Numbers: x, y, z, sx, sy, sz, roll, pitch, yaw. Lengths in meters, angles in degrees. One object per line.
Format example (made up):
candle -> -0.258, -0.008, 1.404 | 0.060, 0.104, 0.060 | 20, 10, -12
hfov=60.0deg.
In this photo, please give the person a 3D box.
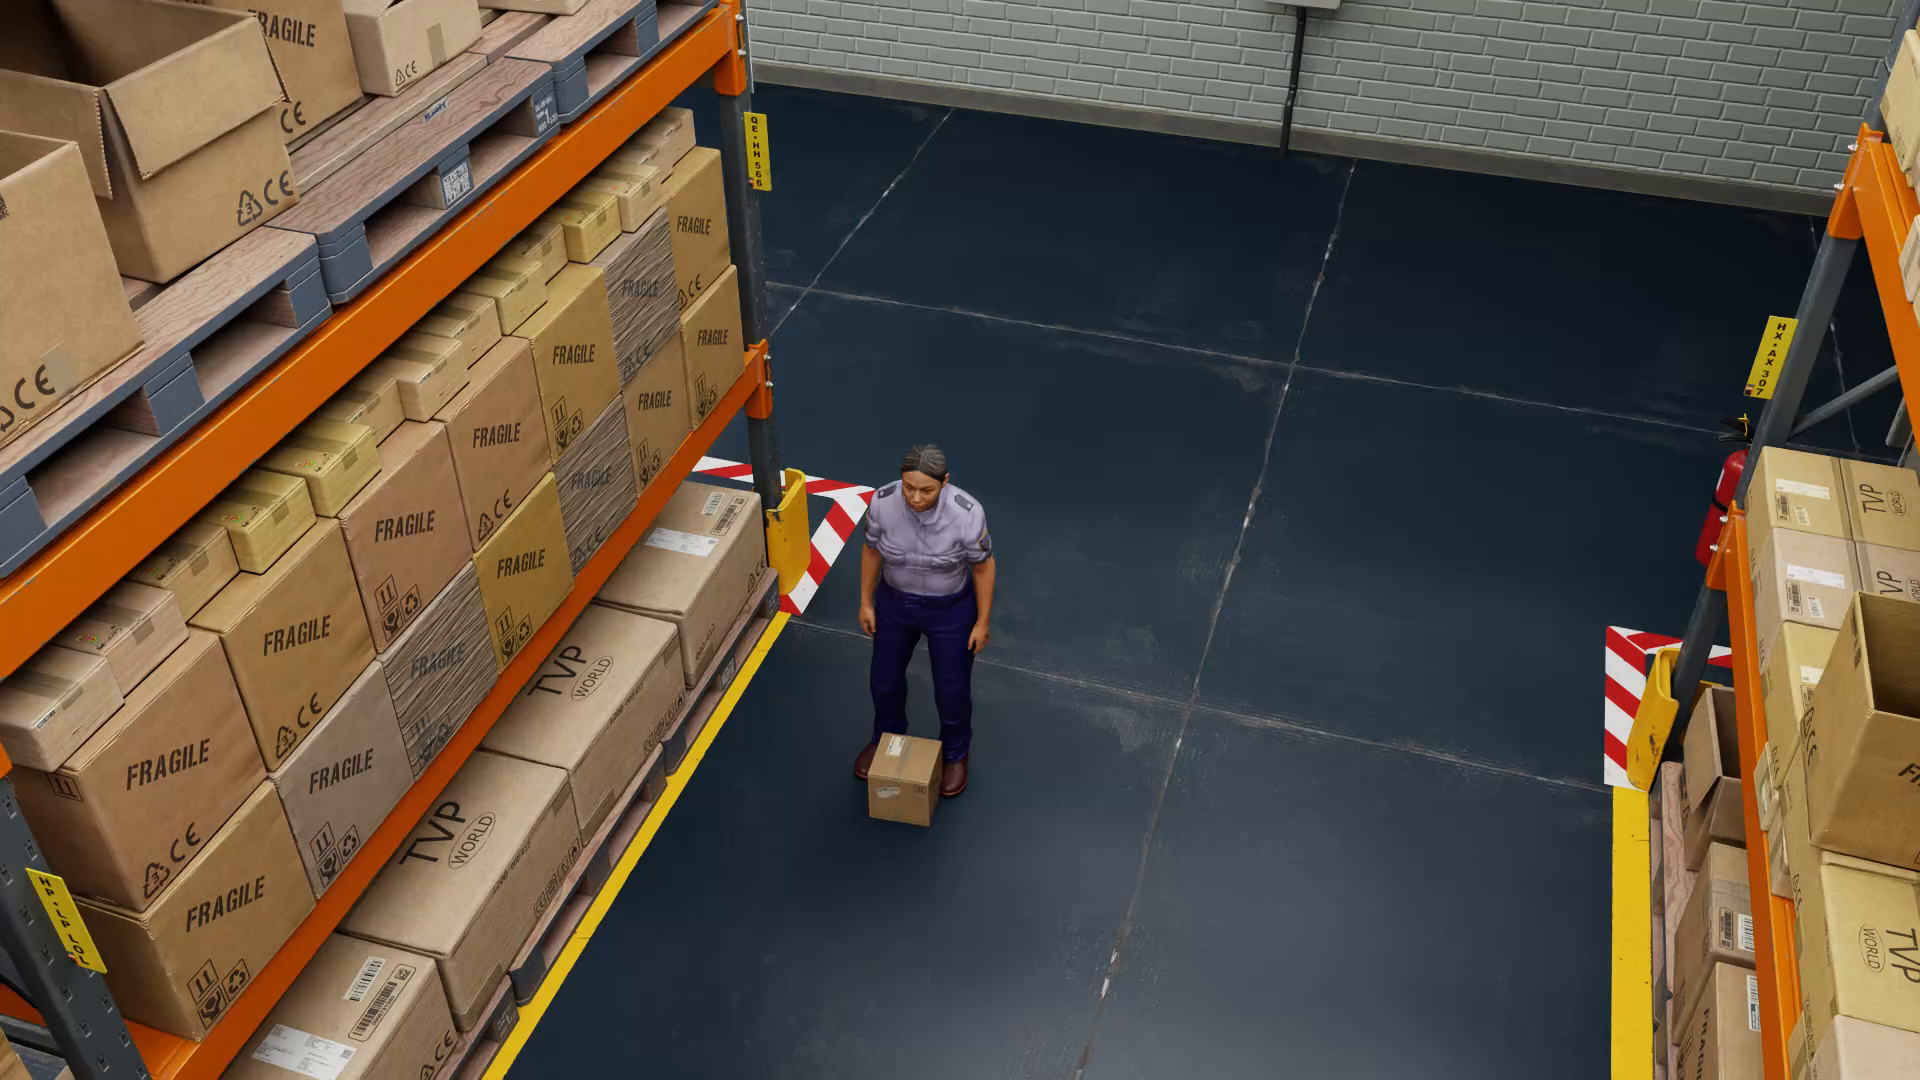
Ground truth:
person -> -0.146, 0.281, 6.526 | 0.563, 1.653, 0.367 | 9, 38, 12
